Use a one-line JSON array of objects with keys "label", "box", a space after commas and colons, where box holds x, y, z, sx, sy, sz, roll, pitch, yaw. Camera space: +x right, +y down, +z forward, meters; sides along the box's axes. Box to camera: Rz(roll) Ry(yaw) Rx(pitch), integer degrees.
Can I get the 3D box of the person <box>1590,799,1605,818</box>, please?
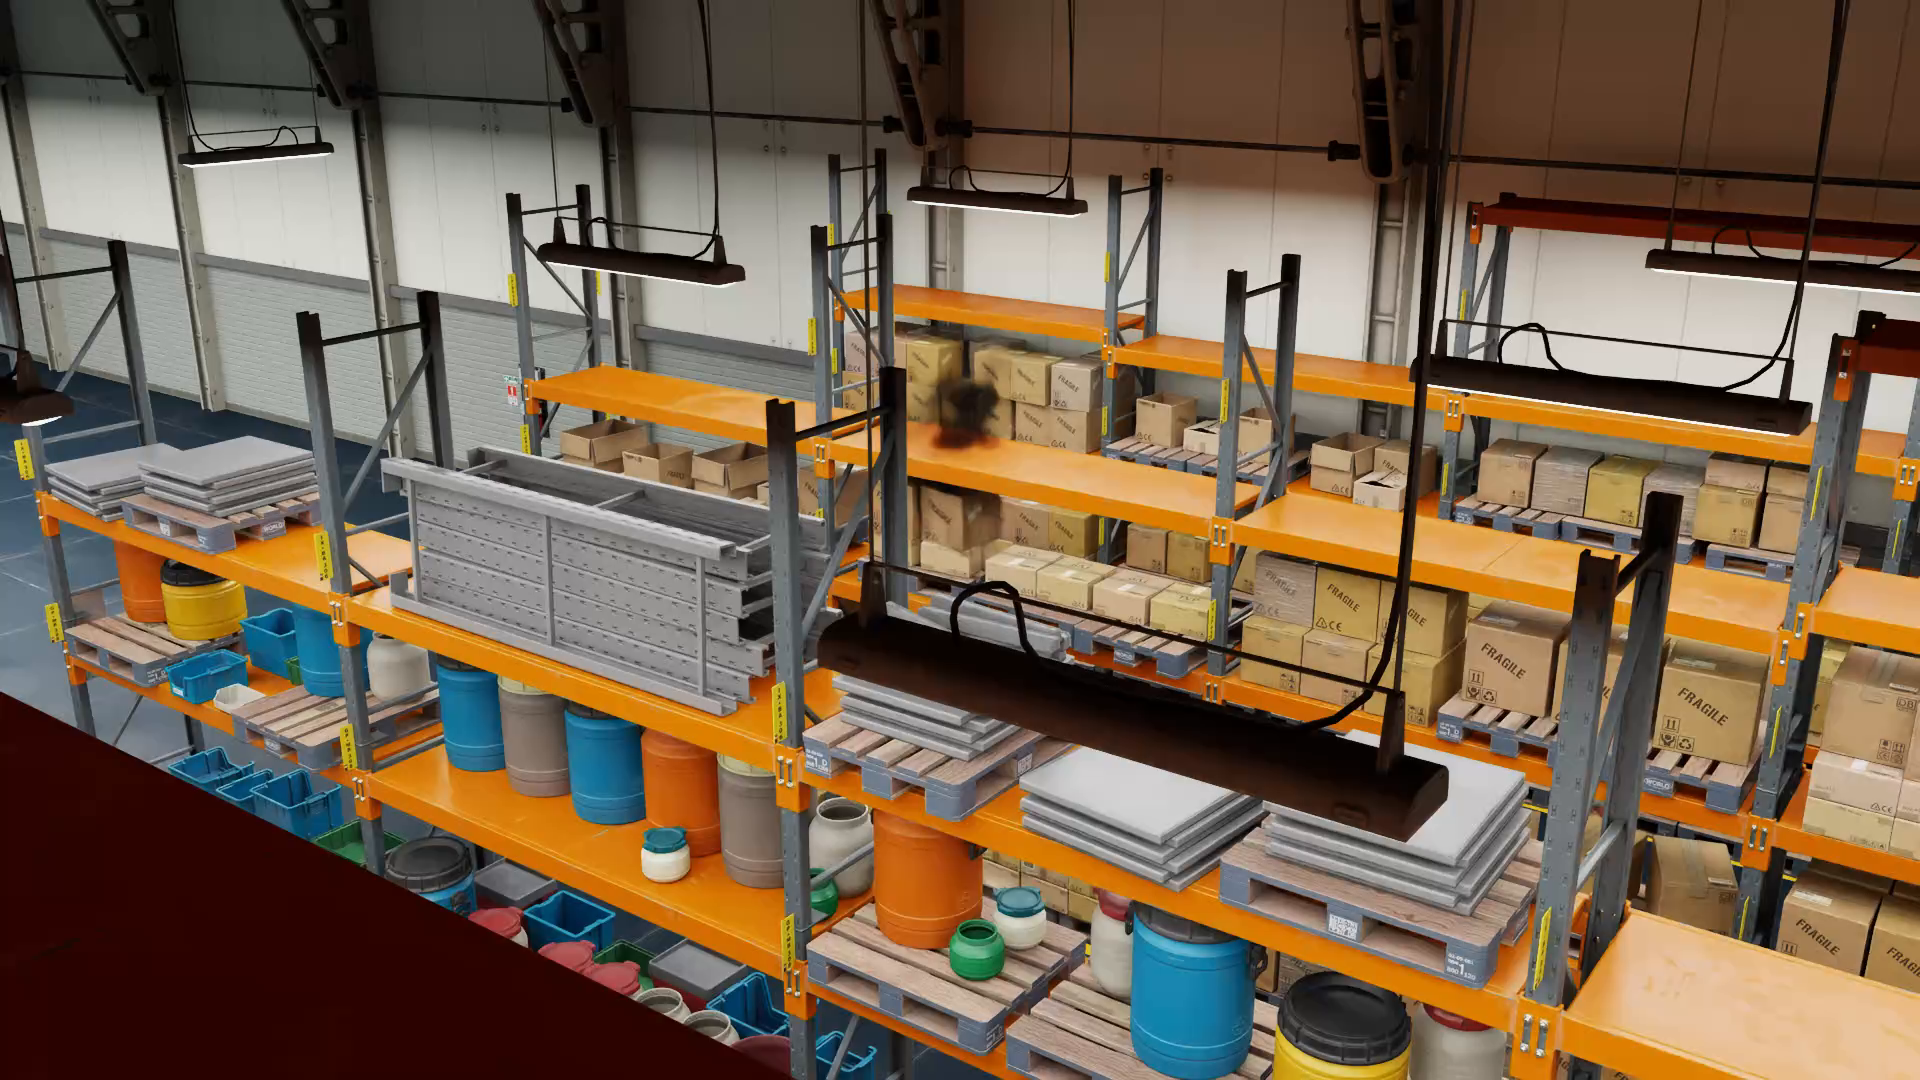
[{"label": "person", "box": [5.585, 2.554, 14.735, 0.586, 1.741, 0.636, 12, 22, 31]}]
